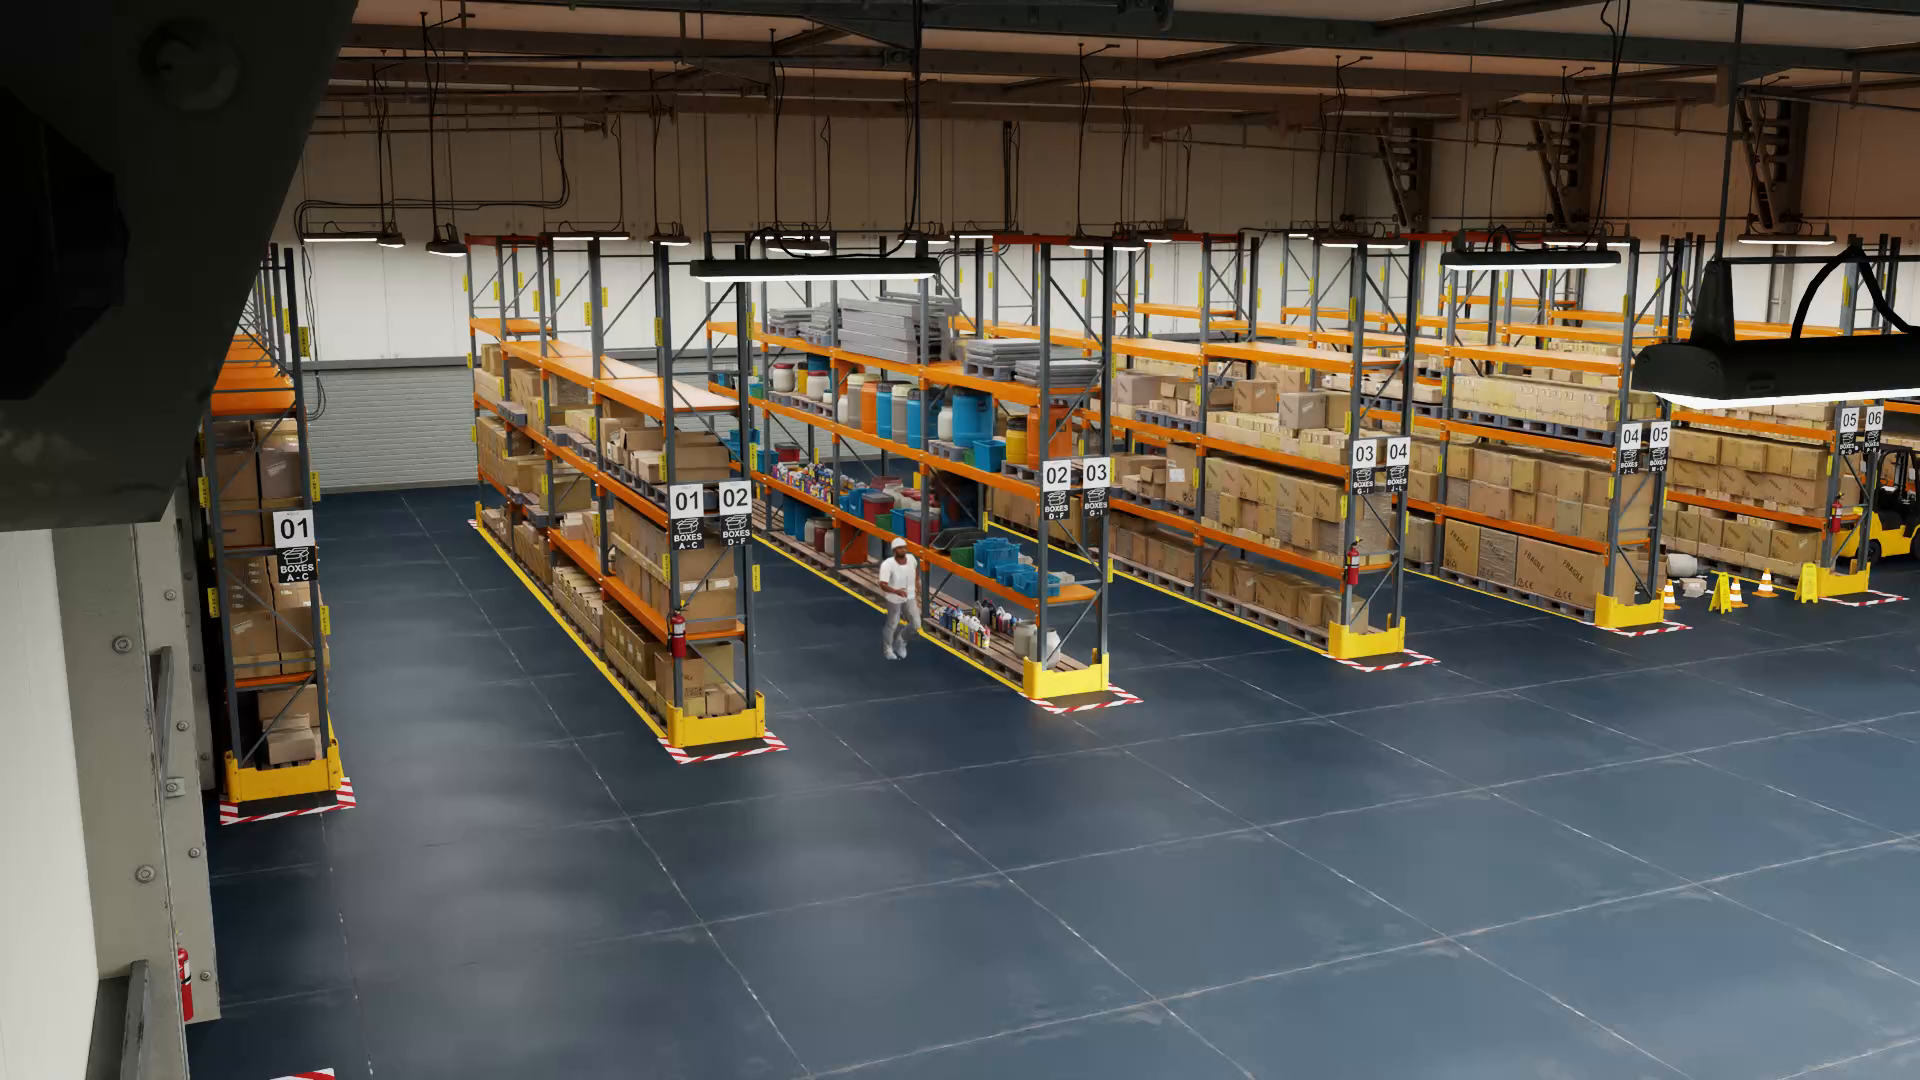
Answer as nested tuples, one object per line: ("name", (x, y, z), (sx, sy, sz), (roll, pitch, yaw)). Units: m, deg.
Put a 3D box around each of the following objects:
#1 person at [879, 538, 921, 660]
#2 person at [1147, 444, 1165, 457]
("person", (-0.782, 0.815, 22.839), (0.726, 1.738, 0.749), (-7, 13, -31))
("person", (4.878, -2.450, 41.547), (0.556, 1.595, 0.610), (7, 13, 31))
